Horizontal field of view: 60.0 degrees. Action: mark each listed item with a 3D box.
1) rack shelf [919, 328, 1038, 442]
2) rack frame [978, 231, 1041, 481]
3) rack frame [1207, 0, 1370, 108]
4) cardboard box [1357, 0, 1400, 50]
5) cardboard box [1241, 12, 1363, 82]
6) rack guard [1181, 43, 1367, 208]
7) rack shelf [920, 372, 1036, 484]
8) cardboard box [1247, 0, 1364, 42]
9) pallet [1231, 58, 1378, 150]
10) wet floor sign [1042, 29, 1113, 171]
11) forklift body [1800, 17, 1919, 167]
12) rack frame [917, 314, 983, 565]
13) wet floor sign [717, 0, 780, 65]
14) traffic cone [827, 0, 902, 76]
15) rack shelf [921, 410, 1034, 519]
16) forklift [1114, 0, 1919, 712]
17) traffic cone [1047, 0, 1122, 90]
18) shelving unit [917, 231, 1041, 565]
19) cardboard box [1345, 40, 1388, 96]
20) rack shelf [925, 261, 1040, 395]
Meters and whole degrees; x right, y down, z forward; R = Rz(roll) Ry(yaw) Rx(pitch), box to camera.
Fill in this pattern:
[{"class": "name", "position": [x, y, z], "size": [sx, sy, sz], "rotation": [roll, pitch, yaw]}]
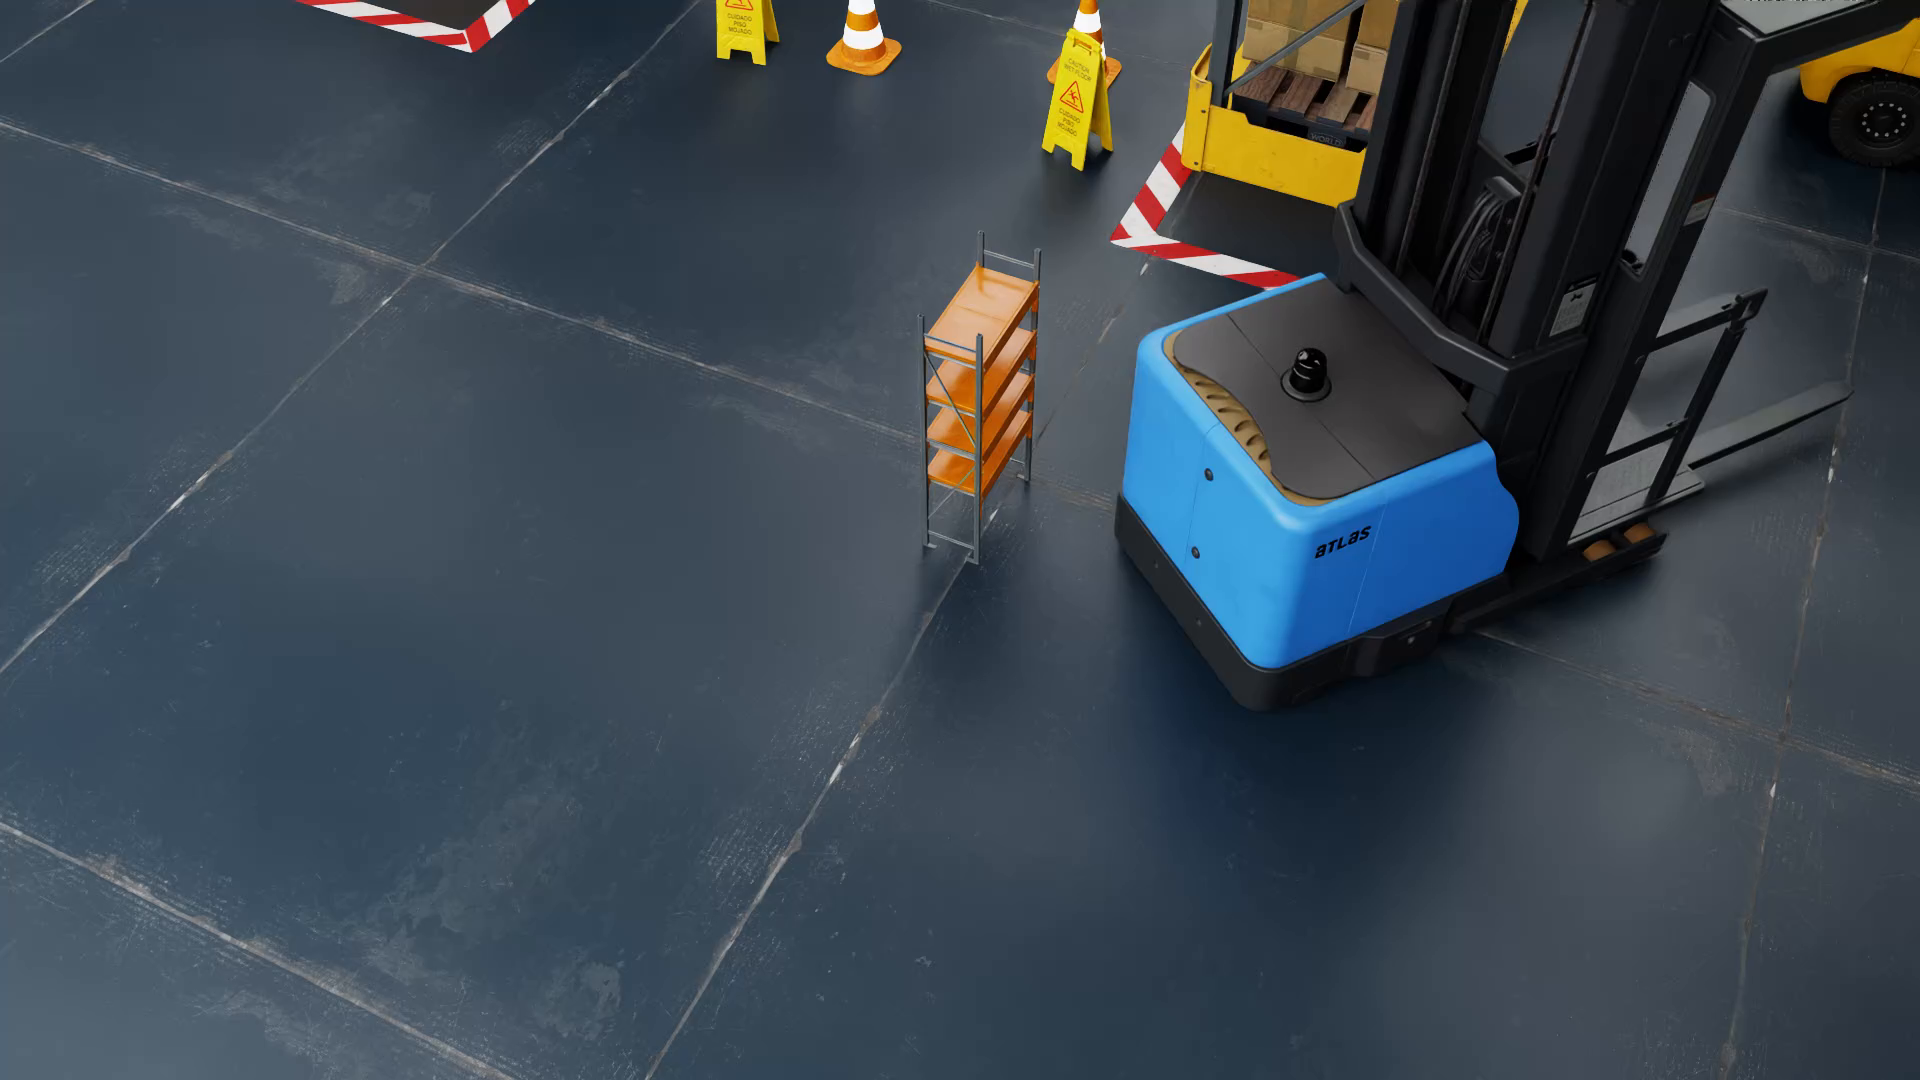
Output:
[{"class": "rack shelf", "position": [0.071, -0.604, 6.086], "size": [0.258, 0.148, 0.480], "rotation": [20, 52, 16]}, {"class": "rack frame", "position": [0.175, -0.671, 6.348], "size": [0.240, 1.200, 0.015], "rotation": [20, 52, 16]}, {"class": "rack frame", "position": [1.628, -2.681, 6.877], "size": [1.000, 3.000, 0.127], "rotation": [20, 52, 16]}, {"class": "cardboard box", "position": [2.233, -2.651, 7.889], "size": [0.500, 0.500, 0.500], "rotation": [18, 52, 15]}, {"class": "cardboard box", "position": [1.741, -2.587, 8.326], "size": [0.500, 0.250, 0.500], "rotation": [20, 52, 16]}, {"class": "rack guard", "position": [1.661, -1.923, 7.873], "size": [1.175, 0.500, 0.348], "rotation": [20, 52, 16]}, {"class": "rack shelf", "position": [0.071, -0.459, 6.256], "size": [0.258, 0.148, 0.480], "rotation": [20, 52, 16]}, {"class": "cardboard box", "position": [1.735, -2.806, 8.020], "size": [0.500, 0.500, 0.500], "rotation": [20, 53, 16]}, {"class": "pallet", "position": [2.040, -2.378, 8.450], "size": [1.003, 0.211, 1.213], "rotation": [20, 52, 16]}, {"class": "wet floor sign", "position": [0.580, -2.135, 7.958], "size": [0.232, 0.644, 0.267], "rotation": [-37, 59, -27]}, {"class": "forklift body", "position": [5.278, -2.693, 7.444], "size": [2.313, 2.155, 1.214], "rotation": [20, 52, 16]}, {"class": "rack frame", "position": [-0.034, -0.335, 6.062], "size": [0.240, 1.200, 0.015], "rotation": [20, 52, 16]}, {"class": "wet floor sign", "position": [-1.113, -2.795, 8.520], "size": [0.267, 0.644, 0.232], "rotation": [12, 51, 10]}, {"class": "traffic cone", "position": [-0.503, -2.702, 8.560], "size": [0.336, 0.463, 0.334], "rotation": [20, 52, 16]}, {"class": "rack shelf", "position": [0.071, -0.331, 6.408], "size": [0.258, 0.148, 0.480], "rotation": [20, 52, 16]}, {"class": "forklift", "position": [2.155, -1.133, 5.604], "size": [3.031, 2.935, 1.130], "rotation": [-21, 53, -17]}, {"class": "traffic cone", "position": [0.646, -2.575, 8.452], "size": [0.336, 0.463, 0.334], "rotation": [20, 52, 16]}, {"class": "shelving unit", "position": [0.071, -0.503, 6.205], "size": [0.258, 1.200, 0.503], "rotation": [20, 52, 16]}, {"class": "cardboard box", "position": [2.223, -2.392, 8.160], "size": [0.500, 0.250, 0.500], "rotation": [19, 52, 16]}, {"class": "rack shelf", "position": [0.071, -0.757, 5.906], "size": [0.258, 0.148, 0.480], "rotation": [20, 52, 16]}]
